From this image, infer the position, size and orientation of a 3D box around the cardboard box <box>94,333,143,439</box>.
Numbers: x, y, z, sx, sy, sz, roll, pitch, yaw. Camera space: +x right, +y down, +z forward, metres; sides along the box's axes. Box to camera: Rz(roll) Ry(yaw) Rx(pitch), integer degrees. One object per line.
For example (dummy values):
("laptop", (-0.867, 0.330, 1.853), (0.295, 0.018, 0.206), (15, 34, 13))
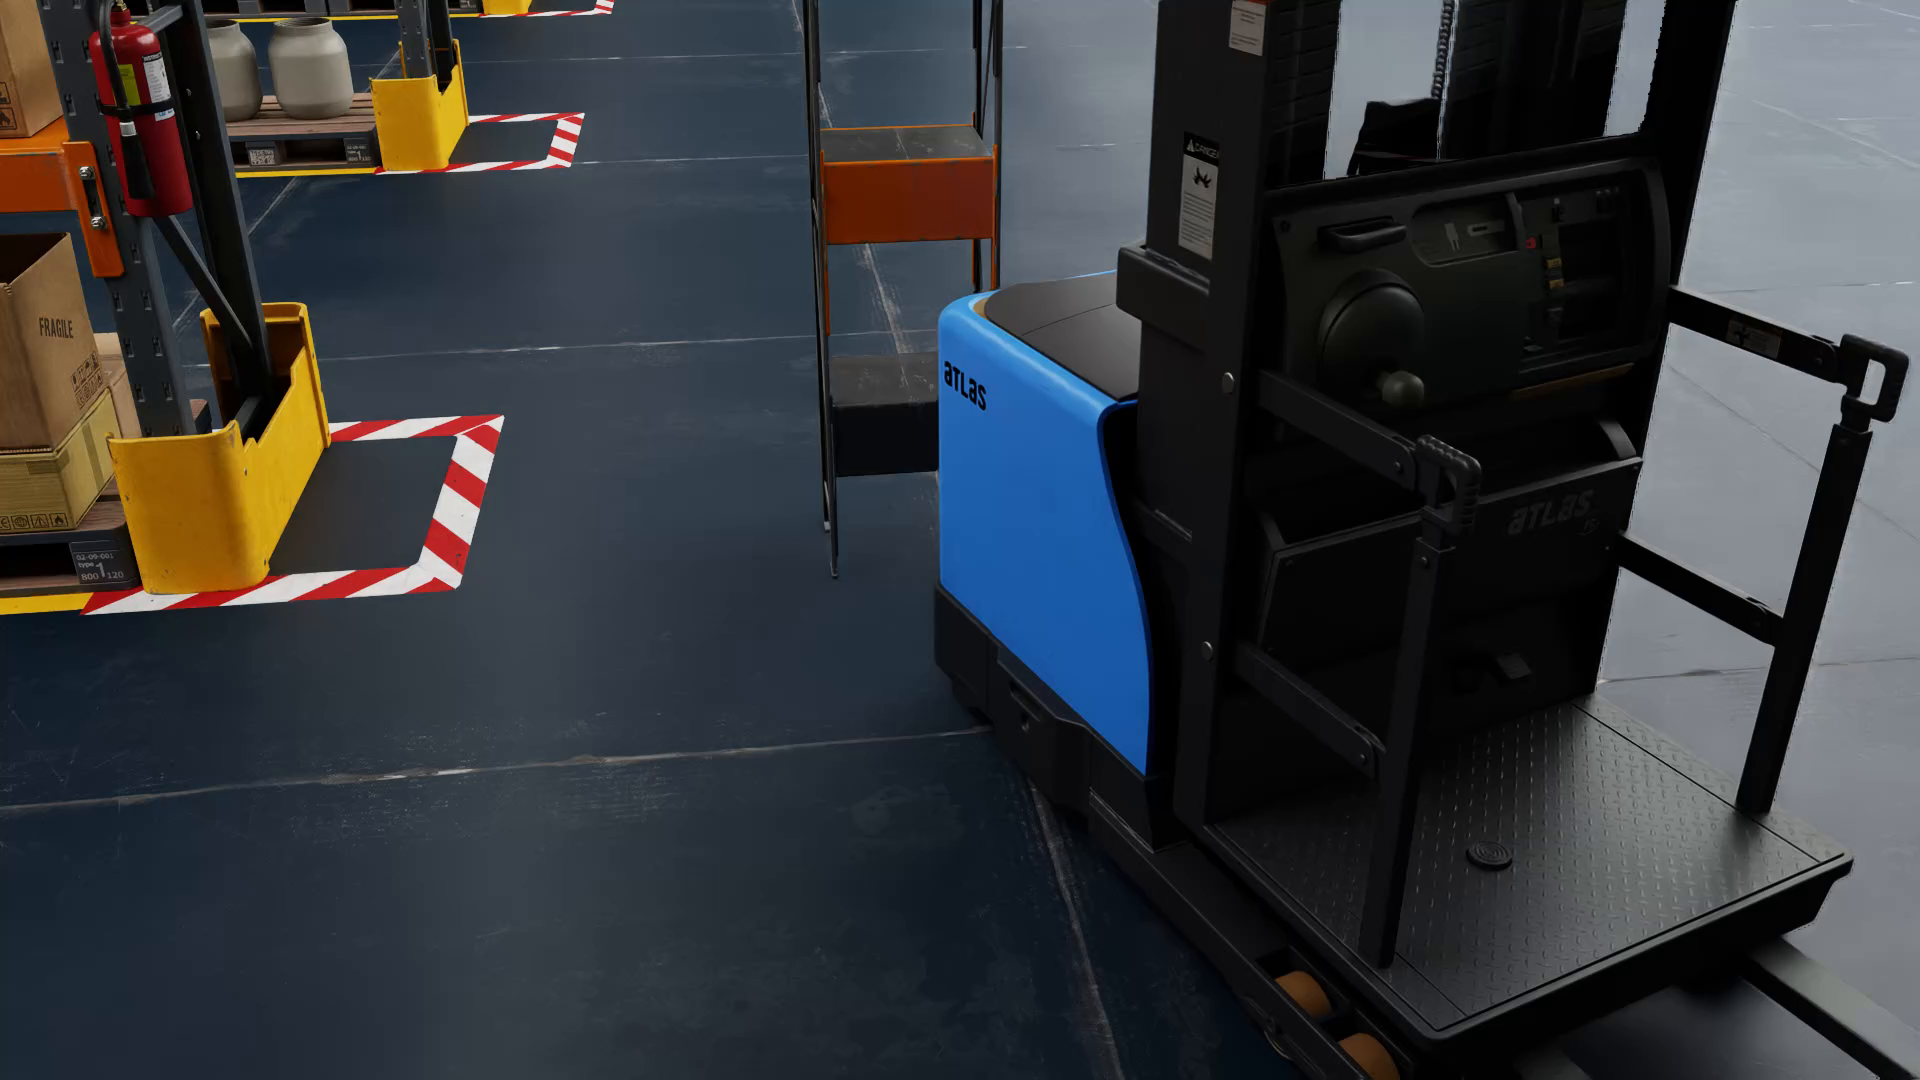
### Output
("cardboard box", (-2.930, -0.470, 5.432), (0.500, 0.250, 0.500), (-4, 27, -7))

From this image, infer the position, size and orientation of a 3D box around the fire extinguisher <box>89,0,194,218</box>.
("fire extinguisher", (-2.186, -1.203, 4.394), (0.183, 0.674, 0.296), (-4, 27, -7))

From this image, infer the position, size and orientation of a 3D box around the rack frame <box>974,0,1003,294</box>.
("rack frame", (0.078, -0.939, 4.780), (0.015, 2.100, 0.400), (-4, 27, -7))

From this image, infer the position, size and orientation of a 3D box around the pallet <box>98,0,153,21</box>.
("pallet", (-7.045, -4.482, 13.754), (1.213, 0.211, 1.003), (-4, 27, -7))

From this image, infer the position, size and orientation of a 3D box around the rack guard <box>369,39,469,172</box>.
("rack guard", (-3.123, -2.541, 9.655), (0.348, 0.500, 1.175), (-4, 27, -7))

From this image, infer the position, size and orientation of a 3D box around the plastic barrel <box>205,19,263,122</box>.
("plastic barrel", (-4.191, -2.651, 9.396), (0.421, 0.512, 0.421), (0, 27, 0))

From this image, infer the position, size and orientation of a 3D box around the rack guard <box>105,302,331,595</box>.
("rack guard", (-2.344, -0.329, 5.344), (0.348, 0.500, 1.175), (-4, 27, -7))

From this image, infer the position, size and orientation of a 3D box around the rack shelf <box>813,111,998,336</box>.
("rack shelf", (-0.164, -0.912, 4.756), (0.480, 0.518, 0.431), (-4, 27, -7))

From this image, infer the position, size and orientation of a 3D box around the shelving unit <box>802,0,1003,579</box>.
("shelving unit", (-0.164, -0.924, 4.750), (0.503, 2.100, 0.431), (-4, 27, -7))

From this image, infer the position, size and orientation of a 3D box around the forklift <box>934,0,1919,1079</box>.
("forklift", (1.061, -0.443, 2.903), (1.130, 2.935, 3.031), (-13, 30, -24))

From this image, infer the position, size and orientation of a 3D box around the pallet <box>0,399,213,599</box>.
("pallet", (-3.119, -0.132, 5.276), (1.213, 0.211, 1.003), (-4, 27, -7))

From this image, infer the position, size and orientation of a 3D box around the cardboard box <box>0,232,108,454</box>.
("cardboard box", (-2.857, -0.569, 4.803), (0.500, 0.500, 0.500), (-4, 27, -7))

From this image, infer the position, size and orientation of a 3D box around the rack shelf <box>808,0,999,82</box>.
("rack shelf", (-0.164, -1.534, 4.437), (0.480, 0.518, 0.431), (-4, 27, -7))

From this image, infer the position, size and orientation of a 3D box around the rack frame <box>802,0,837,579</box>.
("rack frame", (-0.406, -0.908, 4.720), (0.015, 2.100, 0.400), (-4, 27, -7))

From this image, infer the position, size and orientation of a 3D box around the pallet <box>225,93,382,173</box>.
("pallet", (-3.928, -2.364, 9.625), (1.213, 0.211, 1.003), (-4, 27, -7))

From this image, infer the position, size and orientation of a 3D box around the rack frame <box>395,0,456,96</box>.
("rack frame", (-3.054, -3.680, 9.135), (0.127, 3.000, 1.000), (-4, 27, -7))

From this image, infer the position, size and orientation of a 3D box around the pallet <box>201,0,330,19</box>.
("pallet", (-5.834, -4.561, 13.908), (1.213, 0.211, 1.003), (-4, 27, -7))

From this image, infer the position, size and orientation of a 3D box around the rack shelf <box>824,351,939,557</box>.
("rack shelf", (-0.164, -0.289, 5.076), (0.480, 0.518, 0.431), (-4, 27, -7))

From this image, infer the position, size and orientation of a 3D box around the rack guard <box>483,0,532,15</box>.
("rack guard", (-3.819, -4.802, 14.060), (0.348, 0.500, 1.175), (-4, 27, -7))

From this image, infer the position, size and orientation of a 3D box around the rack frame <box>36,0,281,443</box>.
("rack frame", (-2.367, -1.440, 4.771), (0.127, 3.000, 1.000), (-4, 27, -7))

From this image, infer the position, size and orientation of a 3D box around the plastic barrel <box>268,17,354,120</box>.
("plastic barrel", (-3.695, -2.683, 9.459), (0.421, 0.512, 0.421), (0, 27, 0))

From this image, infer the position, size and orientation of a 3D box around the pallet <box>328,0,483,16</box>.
("pallet", (-4.629, -4.637, 14.057), (1.213, 0.211, 1.003), (-4, 27, -7))

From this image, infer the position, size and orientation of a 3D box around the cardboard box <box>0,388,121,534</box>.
("cardboard box", (-2.857, -0.236, 4.976), (0.500, 0.250, 0.500), (-4, 27, -7))

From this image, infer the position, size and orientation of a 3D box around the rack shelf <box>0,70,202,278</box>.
("rack shelf", (-4.348, -0.993, 4.687), (4.000, 0.370, 1.077), (-4, 27, -7))

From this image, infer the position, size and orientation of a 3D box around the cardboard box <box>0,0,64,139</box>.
("cardboard box", (-2.832, -1.461, 4.701), (0.500, 0.500, 0.700), (-4, 27, -7))
